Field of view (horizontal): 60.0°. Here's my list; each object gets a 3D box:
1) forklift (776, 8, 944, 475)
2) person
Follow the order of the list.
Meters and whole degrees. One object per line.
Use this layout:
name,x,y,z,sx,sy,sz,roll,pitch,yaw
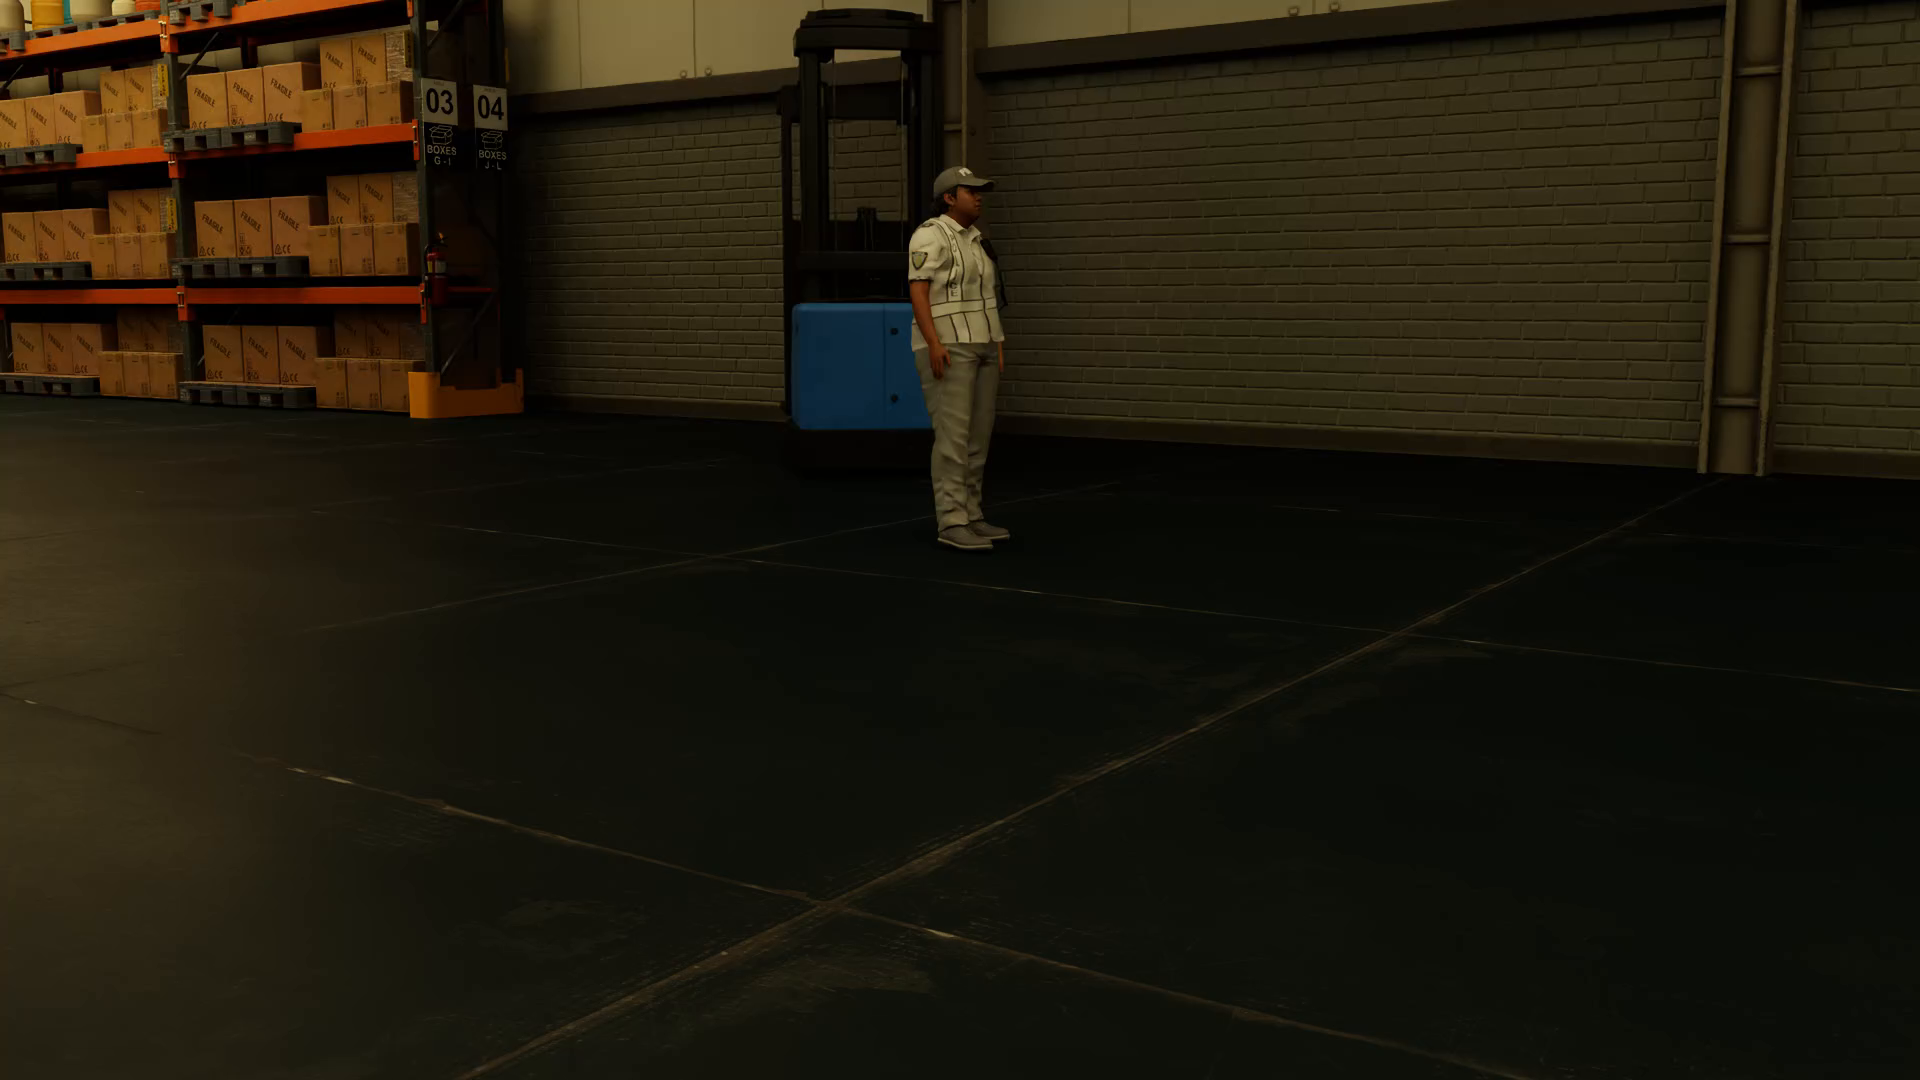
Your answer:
forklift,-0.688,-2.029,11.460,1.130,2.935,3.031,-1,8,-9
person,0.051,-0.824,7.424,0.529,1.670,0.599,5,10,34
